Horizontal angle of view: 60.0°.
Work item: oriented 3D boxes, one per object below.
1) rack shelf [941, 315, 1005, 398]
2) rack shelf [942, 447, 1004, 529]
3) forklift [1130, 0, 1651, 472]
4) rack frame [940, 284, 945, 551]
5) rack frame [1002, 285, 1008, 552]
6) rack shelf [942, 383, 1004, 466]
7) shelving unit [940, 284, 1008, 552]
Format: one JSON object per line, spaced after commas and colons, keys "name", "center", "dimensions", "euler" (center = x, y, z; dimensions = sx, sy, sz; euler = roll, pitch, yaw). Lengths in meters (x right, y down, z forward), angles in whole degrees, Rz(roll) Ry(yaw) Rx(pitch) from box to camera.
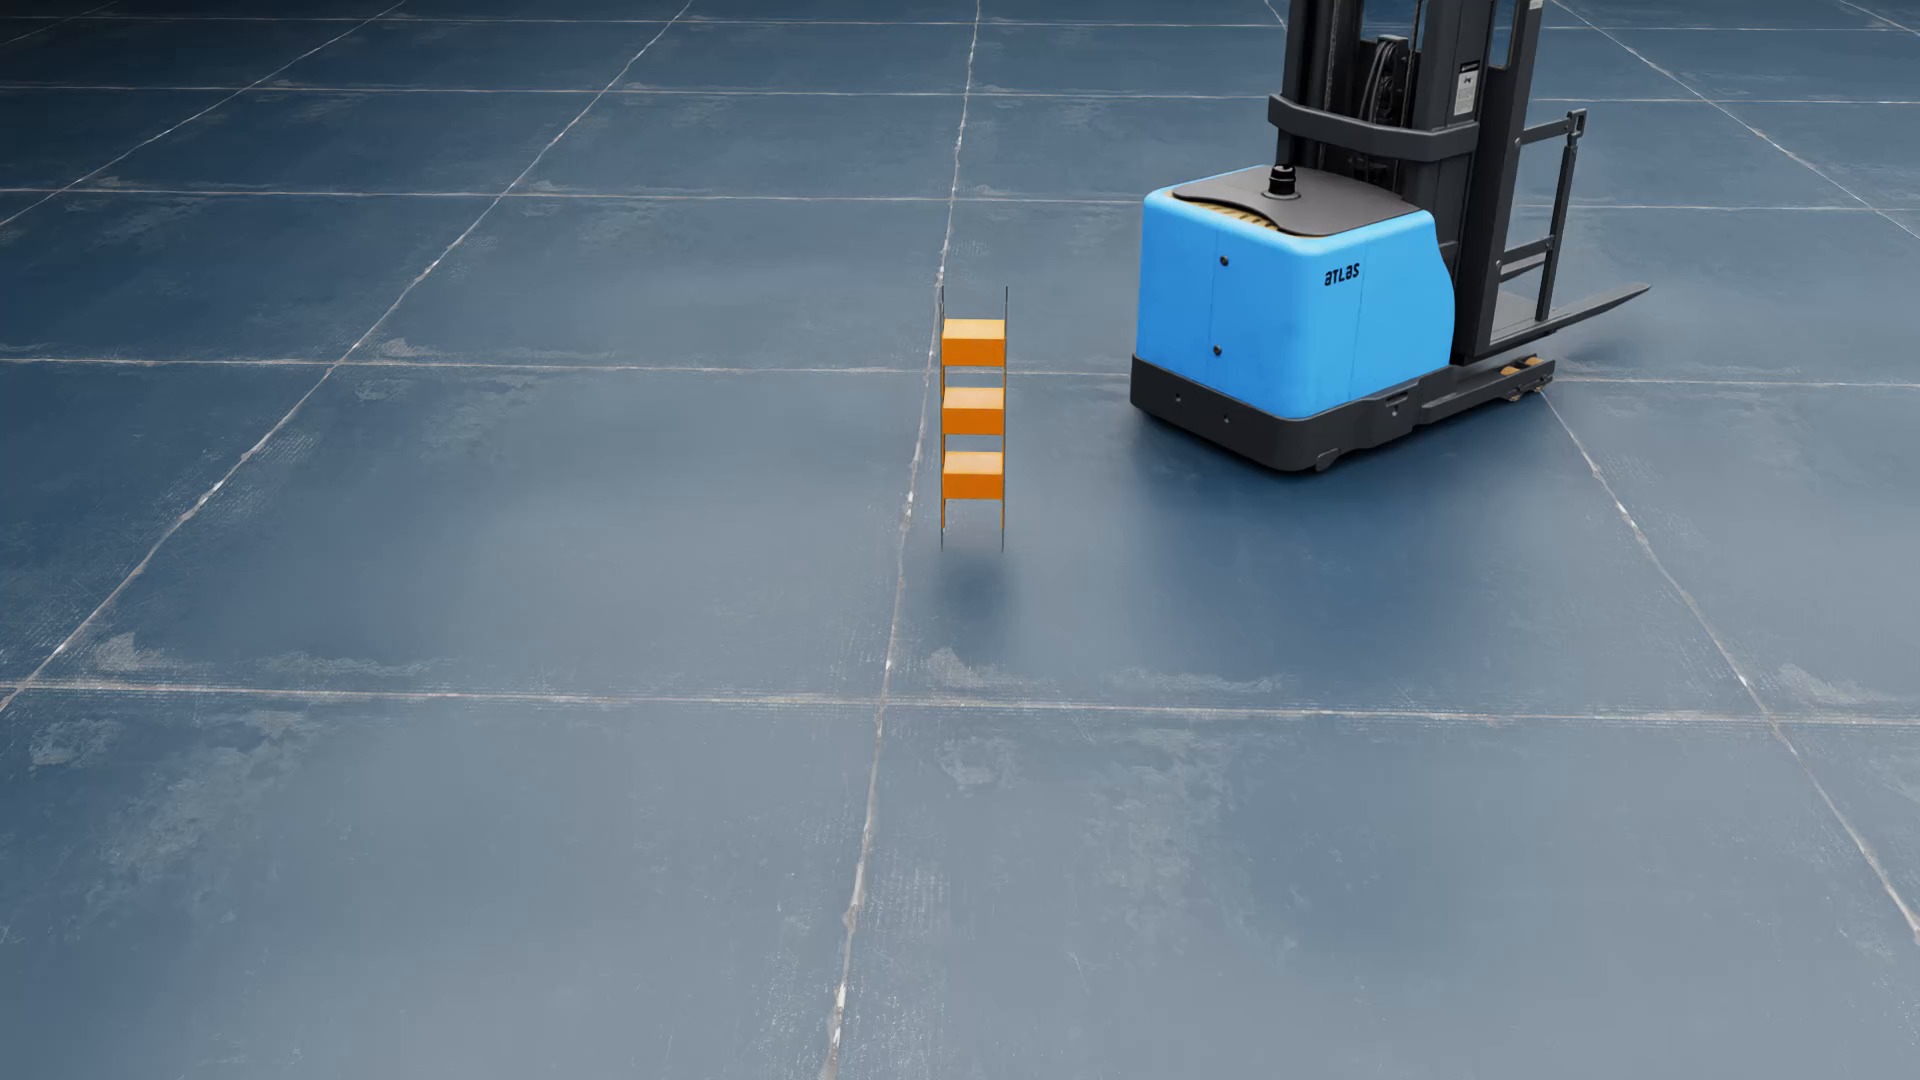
{"name": "rack shelf", "center": [0.053, -0.704, 6.374], "dimensions": [0.240, 0.259, 0.215], "euler": [1, 28, 2]}
{"name": "rack shelf", "center": [0.053, -0.208, 6.638], "dimensions": [0.240, 0.259, 0.215], "euler": [1, 28, 2]}
{"name": "forklift", "center": [2.273, -2.136, 7.651], "dimensions": [3.031, 2.935, 1.130], "euler": [-20, 34, -33]}
{"name": "rack frame", "center": [-0.068, -0.465, 6.506], "dimensions": [0.008, 1.050, 0.200], "euler": [1, 28, 2]}
{"name": "rack frame", "center": [0.175, -0.461, 6.499], "dimensions": [0.008, 1.050, 0.200], "euler": [1, 28, 2]}
{"name": "rack shelf", "center": [0.053, -0.454, 6.507], "dimensions": [0.240, 0.259, 0.215], "euler": [1, 28, 2]}
{"name": "shelving unit", "center": [0.053, -0.463, 6.502], "dimensions": [0.252, 1.050, 0.215], "euler": [1, 28, 2]}
